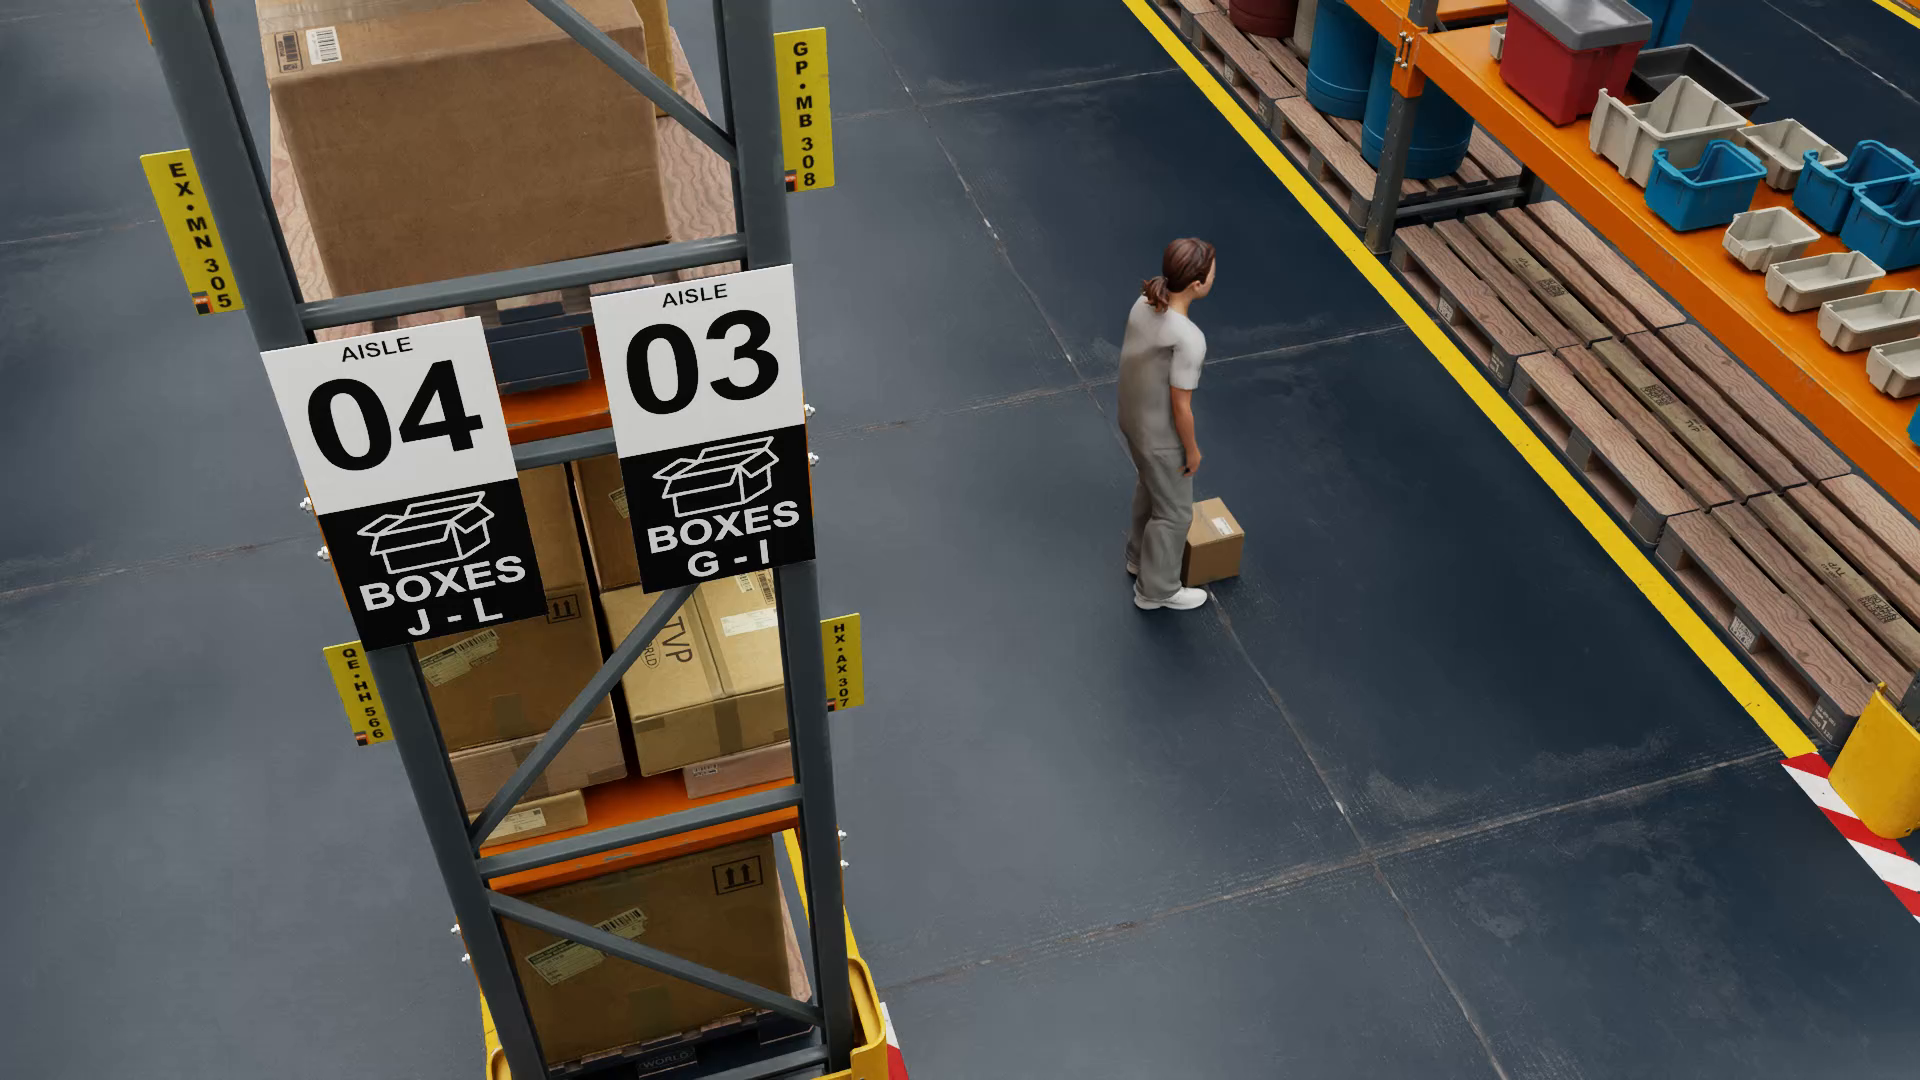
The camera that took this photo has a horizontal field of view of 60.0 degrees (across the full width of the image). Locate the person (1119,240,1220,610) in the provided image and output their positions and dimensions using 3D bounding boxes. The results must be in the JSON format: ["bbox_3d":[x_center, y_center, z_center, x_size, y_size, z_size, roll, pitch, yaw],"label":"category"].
[{"bbox_3d":[0.844,-0.459,6.664,0.406,1.673,0.485,-12,44,-13],"label":"person"}]
